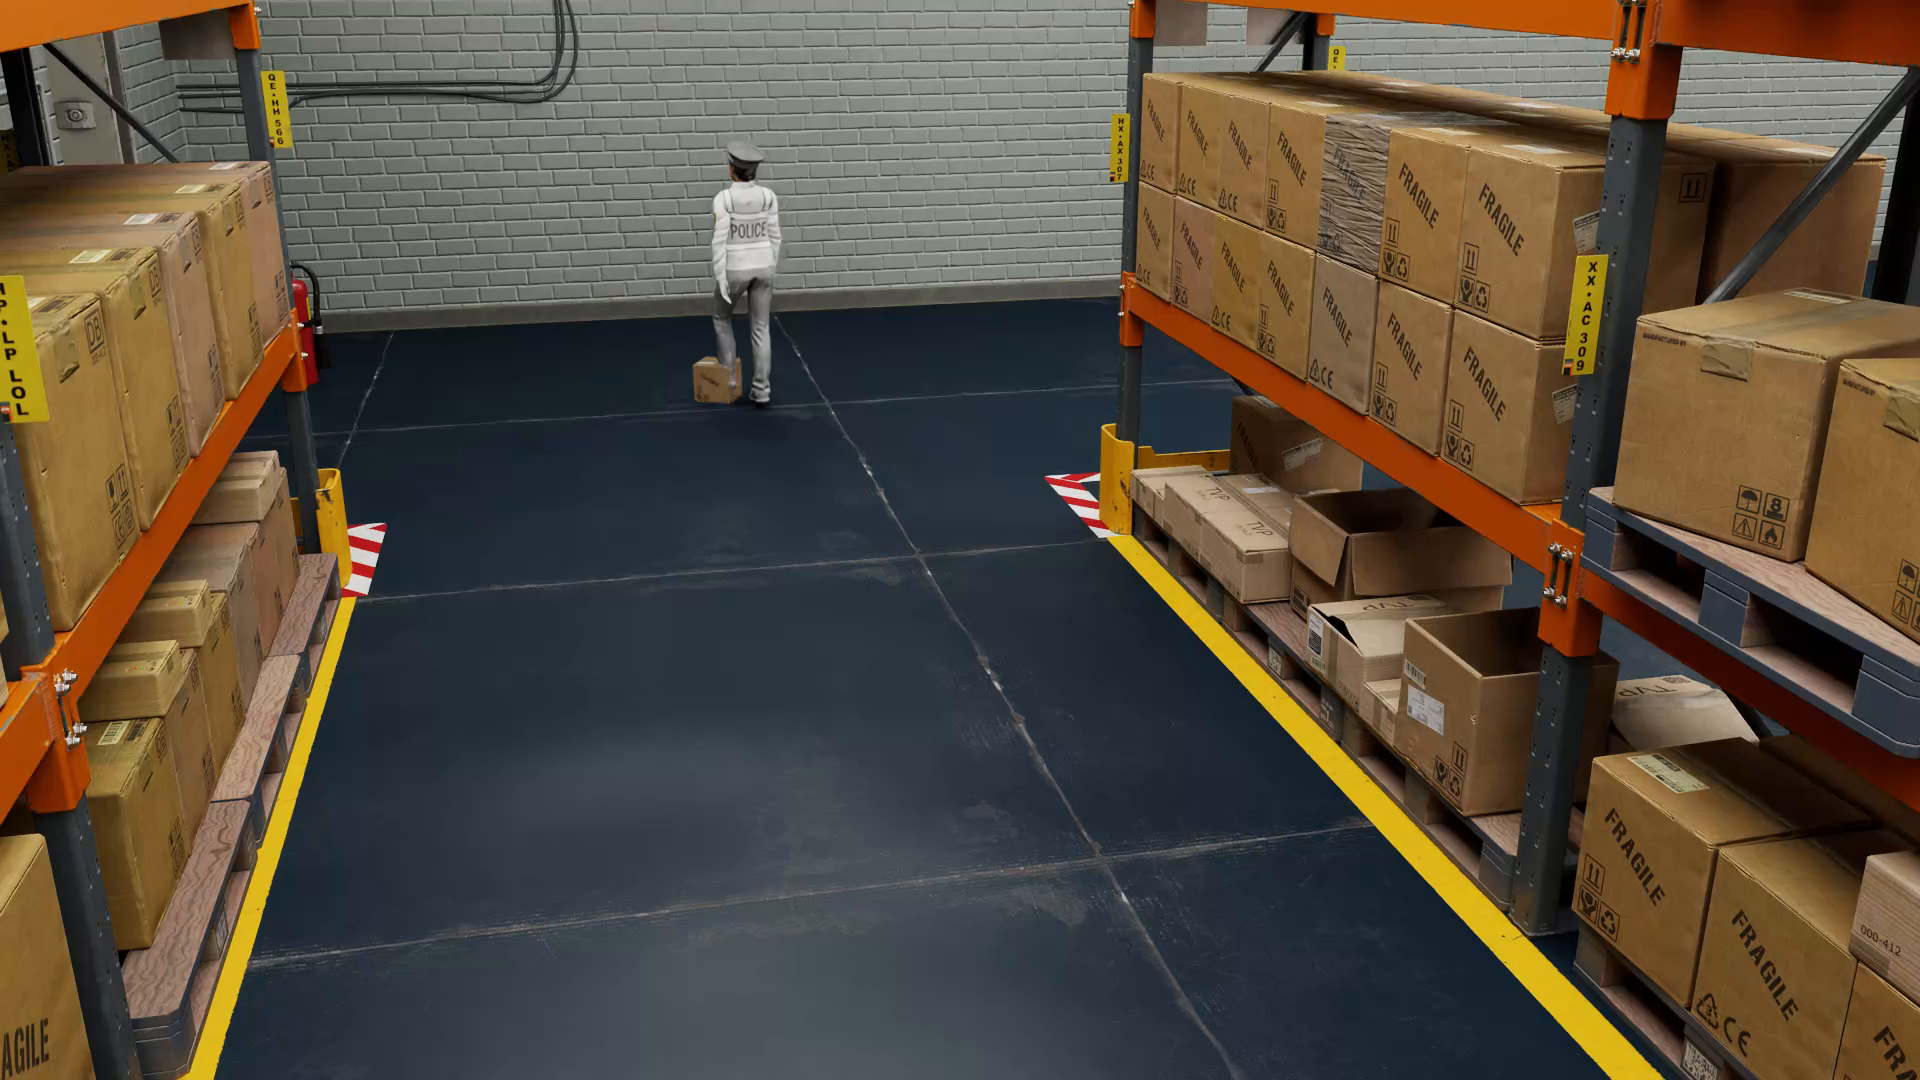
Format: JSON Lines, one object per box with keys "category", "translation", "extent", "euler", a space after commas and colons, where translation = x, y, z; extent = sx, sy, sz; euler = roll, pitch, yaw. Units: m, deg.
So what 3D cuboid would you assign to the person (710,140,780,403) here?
{"category": "person", "translation": [-1.413, -1.714, 10.851], "extent": [0.499, 1.751, 0.612], "euler": [-9, 21, -23]}
